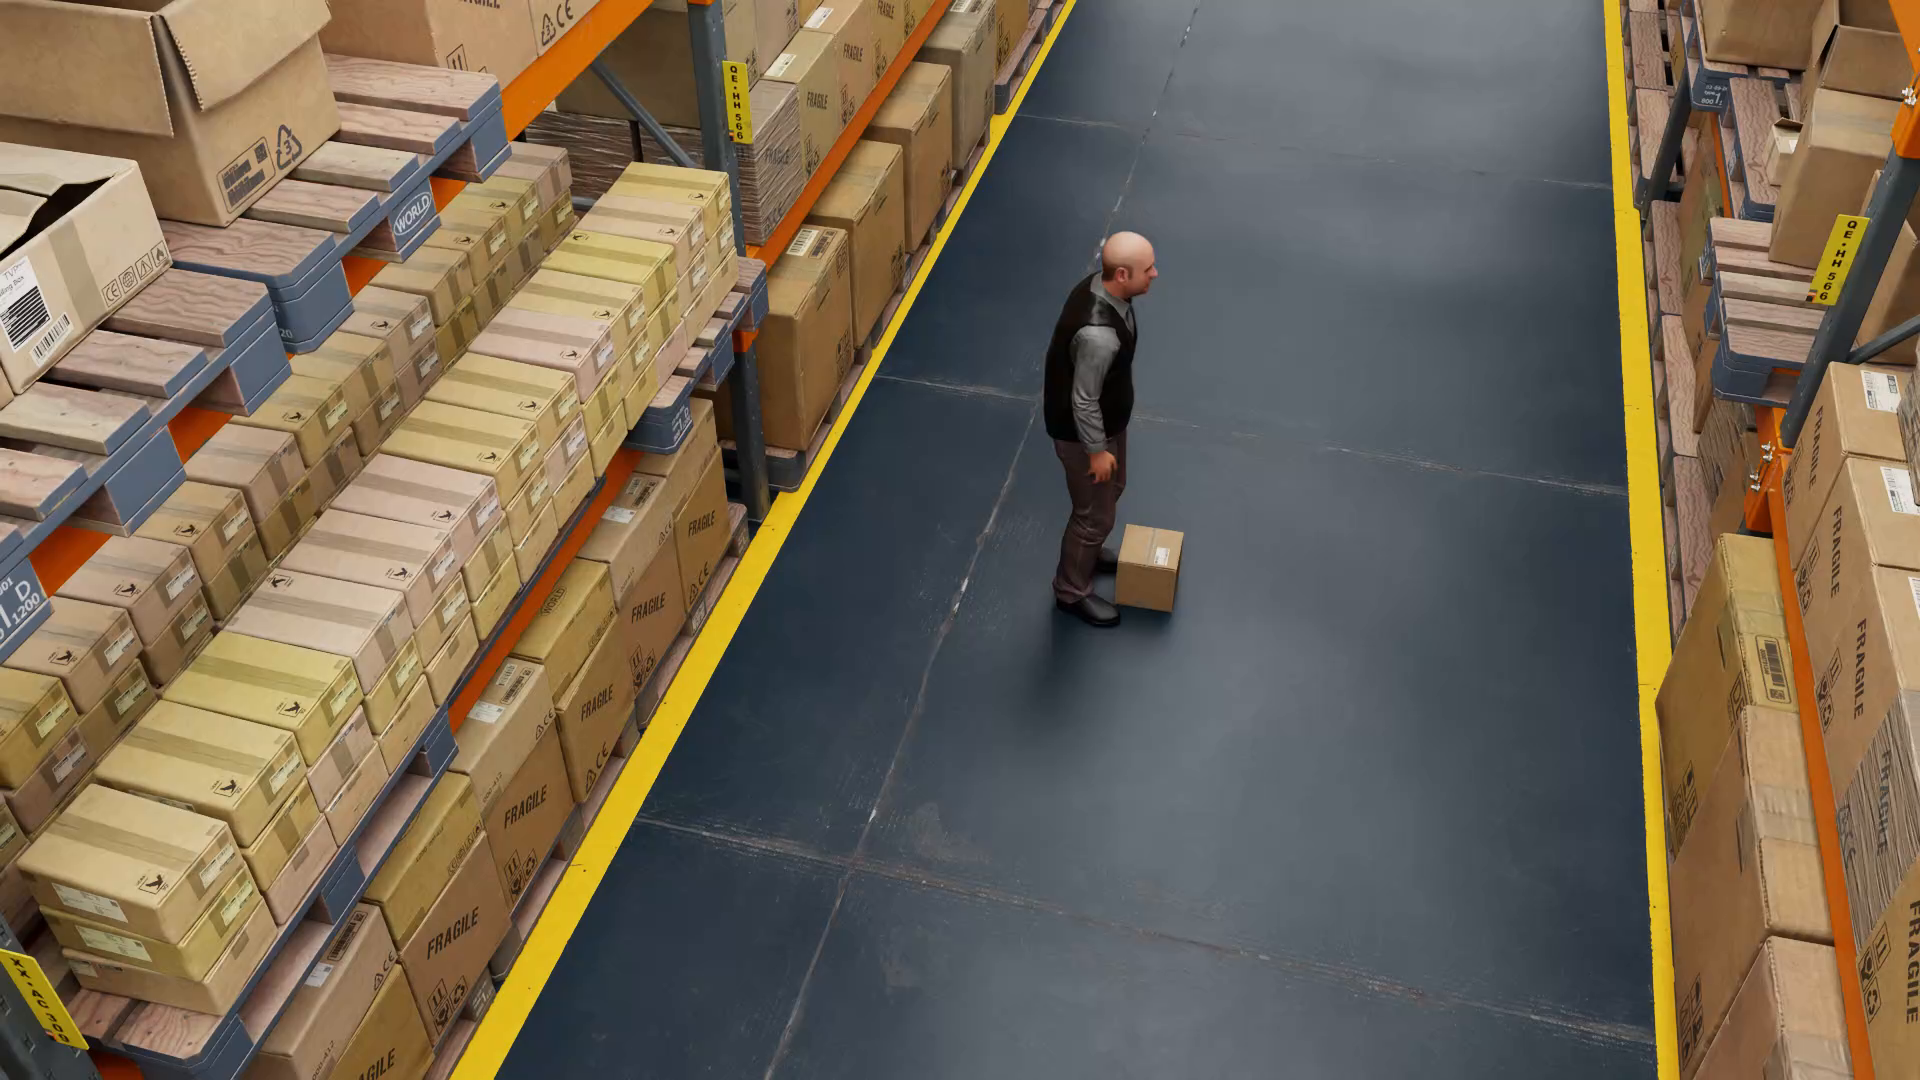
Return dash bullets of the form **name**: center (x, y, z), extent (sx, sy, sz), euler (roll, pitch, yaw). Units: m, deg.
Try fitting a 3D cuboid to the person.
- **person**: center (0.542, -0.481, 6.734), extent (0.410, 1.721, 0.589), euler (9, 42, 10)
